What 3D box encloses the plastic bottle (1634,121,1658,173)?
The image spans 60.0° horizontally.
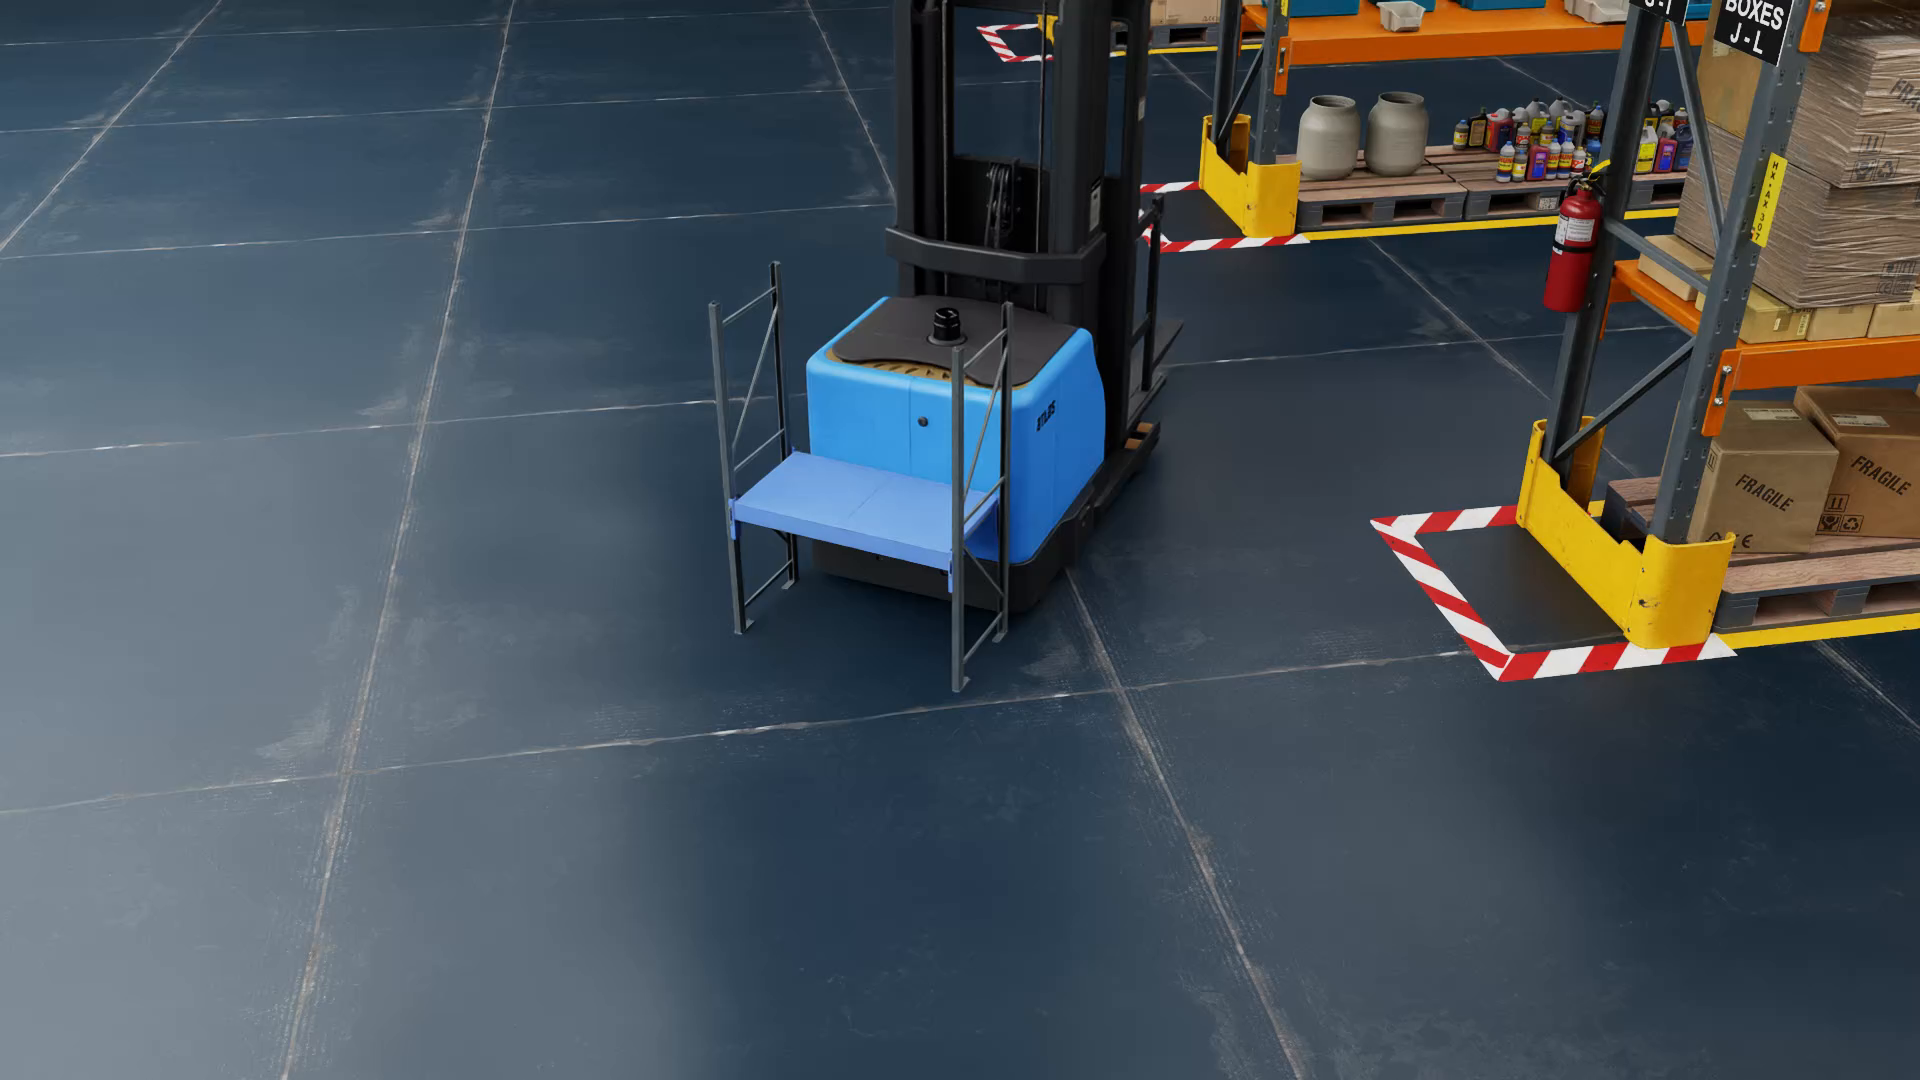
[{"bbox_3d":[4.787,-2.763,11.668,0.185,0.351,0.144,-5,31,-9],"label":"plastic bottle"}]

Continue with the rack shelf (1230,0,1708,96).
[{"bbox_3d":[3.907,-3.472,11.405,4.000,0.370,1.077,-5,31,-9],"label":"rack shelf"}]

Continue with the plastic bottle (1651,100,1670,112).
[{"bbox_3d":[5.169,-3.126,12.361,0.135,0.276,0.152,-4,31,-7],"label":"plastic bottle"}]

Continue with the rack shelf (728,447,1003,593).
[{"bbox_3d":[-0.376,-0.097,6.790,1.000,0.185,0.538,13,33,21],"label":"rack shelf"}]

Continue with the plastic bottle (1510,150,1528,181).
[{"bbox_3d":[3.881,-2.602,11.543,0.097,0.201,0.097,0,30,0],"label":"plastic bottle"}]

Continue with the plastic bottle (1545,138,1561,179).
[{"bbox_3d":[4.117,-2.654,11.562,0.097,0.271,0.097,0,30,0],"label":"plastic bottle"}]

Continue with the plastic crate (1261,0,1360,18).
[{"bbox_3d":[2.378,-3.730,11.281,0.616,0.251,0.499,-5,31,-9],"label":"plastic crate"}]

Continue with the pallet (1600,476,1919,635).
[{"bbox_3d":[3.712,0.009,7.527,1.213,0.211,1.003,-5,31,-9],"label":"pallet"}]

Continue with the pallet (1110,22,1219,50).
[{"bbox_3d":[1.796,-4.958,15.973,1.213,0.211,1.003,-5,31,-9],"label":"pallet"}]

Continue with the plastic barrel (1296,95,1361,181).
[{"bbox_3d":[2.574,-2.806,11.603,0.421,0.512,0.421,0,30,0],"label":"plastic barrel"}]

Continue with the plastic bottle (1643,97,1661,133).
[{"bbox_3d":[5.032,-3.073,12.197,0.185,0.351,0.144,-5,31,-9],"label":"plastic bottle"}]

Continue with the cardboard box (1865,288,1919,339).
[{"bbox_3d":[3.653,-0.957,6.666,0.250,0.149,0.380,-5,31,-9],"label":"cardboard box"}]

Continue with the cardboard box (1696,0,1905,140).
[{"bbox_3d":[3.329,-1.906,6.653,0.500,0.500,0.500,-5,31,-9],"label":"cardboard box"}]

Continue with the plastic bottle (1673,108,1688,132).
[{"bbox_3d":[5.382,-3.128,12.437,0.097,0.201,0.097,0,30,0],"label":"plastic bottle"}]

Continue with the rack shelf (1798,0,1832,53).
[{"bbox_3d":[4.799,-2.295,6.445,4.000,0.370,1.077,-5,31,-9],"label":"rack shelf"}]

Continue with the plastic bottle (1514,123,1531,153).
[{"bbox_3d":[4.098,-2.930,12.101,0.097,0.201,0.097,0,30,0],"label":"plastic bottle"}]

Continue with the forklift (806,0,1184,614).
[{"bbox_3d":[0.376,-1.681,7.718,1.130,2.935,3.031,12,33,19],"label":"forklift"}]

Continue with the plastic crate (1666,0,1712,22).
[{"bbox_3d":[4.835,-3.664,11.168,0.616,0.251,0.499,-5,31,-9],"label":"plastic crate"}]

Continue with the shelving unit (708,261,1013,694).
[{"bbox_3d":[-0.376,-0.252,6.699,1.048,1.500,0.538,13,33,21],"label":"shelving unit"}]

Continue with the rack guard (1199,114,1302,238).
[{"bbox_3d":[2.006,-2.552,11.597,0.348,0.500,1.175,-5,31,-9],"label":"rack guard"}]

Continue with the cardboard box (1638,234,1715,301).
[{"bbox_3d":[3.075,-1.150,6.995,0.250,0.149,0.380,-5,31,-9],"label":"cardboard box"}]

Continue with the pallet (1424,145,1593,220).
[{"bbox_3d":[4.004,-2.609,11.978,1.213,0.211,1.003,-5,31,-9],"label":"pallet"}]

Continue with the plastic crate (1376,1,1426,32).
[{"bbox_3d":[2.878,-3.407,10.845,0.250,0.136,0.298,-5,31,-9],"label":"plastic crate"}]

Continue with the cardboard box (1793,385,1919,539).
[{"bbox_3d":[4.031,-0.354,7.444,0.500,0.500,0.500,2,31,4],"label":"cardboard box"}]

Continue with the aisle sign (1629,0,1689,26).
[{"bbox_3d":[2.717,-2.394,6.298,0.004,0.787,0.394,-5,31,-9],"label":"aisle sign"}]

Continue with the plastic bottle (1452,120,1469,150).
[{"bbox_3d":[3.668,-2.969,12.166,0.097,0.201,0.097,0,30,0],"label":"plastic bottle"}]

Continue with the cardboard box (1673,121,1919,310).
[{"bbox_3d":[3.378,-1.338,6.673,0.500,0.500,0.875,-5,31,-9],"label":"cardboard box"}]

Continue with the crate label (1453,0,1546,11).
[{"bbox_3d":[3.702,-3.917,11.418,0.616,0.435,0.502,-5,31,-9],"label":"crate label"}]

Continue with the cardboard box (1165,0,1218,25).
[{"bbox_3d":[2.110,-5.050,15.678,0.500,0.250,0.500,-5,31,-9],"label":"cardboard box"}]

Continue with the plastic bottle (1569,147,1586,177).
[{"bbox_3d":[4.313,-2.642,11.611,0.097,0.201,0.097,0,30,0],"label":"plastic bottle"}]

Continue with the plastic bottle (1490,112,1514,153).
[{"bbox_3d":[3.940,-2.961,12.071,0.133,0.283,0.061,-5,31,-9],"label":"plastic bottle"}]

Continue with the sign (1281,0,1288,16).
[{"bbox_3d":[2.035,-3.444,10.374,0.005,0.325,0.100,-5,31,-9],"label":"sign"}]

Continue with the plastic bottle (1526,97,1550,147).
[{"bbox_3d":[4.219,-3.072,12.195,0.185,0.351,0.144,-4,31,-7],"label":"plastic bottle"}]

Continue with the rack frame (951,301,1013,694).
[{"bbox_3d":[0.086,-0.145,6.516,0.032,1.500,0.500,13,33,21],"label":"rack frame"}]

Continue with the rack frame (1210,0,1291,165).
[{"bbox_3d":[1.940,-3.599,10.912,0.127,3.000,1.000,-5,31,-9],"label":"rack frame"}]

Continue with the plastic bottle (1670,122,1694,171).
[{"bbox_3d":[5.104,-2.792,11.719,0.185,0.351,0.144,-7,31,-11],"label":"plastic bottle"}]

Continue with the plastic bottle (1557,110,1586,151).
[{"bbox_3d":[4.453,-2.986,12.121,0.135,0.276,0.152,-5,31,-9],"label":"plastic bottle"}]

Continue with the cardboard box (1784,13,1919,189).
[{"bbox_3d":[3.422,-1.646,6.212,0.500,0.500,0.500,-5,31,-9],"label":"cardboard box"}]

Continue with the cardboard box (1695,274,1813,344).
[{"bbox_3d":[3.155,-0.929,6.618,0.250,0.149,0.380,-5,31,-9],"label":"cardboard box"}]

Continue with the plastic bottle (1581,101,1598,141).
[{"bbox_3d":[4.650,-3.105,12.317,0.133,0.283,0.061,-4,31,-7],"label":"plastic bottle"}]

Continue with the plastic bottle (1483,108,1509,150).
[{"bbox_3d":[3.920,-3.010,12.163,0.135,0.276,0.152,-5,31,-9],"label":"plastic bottle"}]
